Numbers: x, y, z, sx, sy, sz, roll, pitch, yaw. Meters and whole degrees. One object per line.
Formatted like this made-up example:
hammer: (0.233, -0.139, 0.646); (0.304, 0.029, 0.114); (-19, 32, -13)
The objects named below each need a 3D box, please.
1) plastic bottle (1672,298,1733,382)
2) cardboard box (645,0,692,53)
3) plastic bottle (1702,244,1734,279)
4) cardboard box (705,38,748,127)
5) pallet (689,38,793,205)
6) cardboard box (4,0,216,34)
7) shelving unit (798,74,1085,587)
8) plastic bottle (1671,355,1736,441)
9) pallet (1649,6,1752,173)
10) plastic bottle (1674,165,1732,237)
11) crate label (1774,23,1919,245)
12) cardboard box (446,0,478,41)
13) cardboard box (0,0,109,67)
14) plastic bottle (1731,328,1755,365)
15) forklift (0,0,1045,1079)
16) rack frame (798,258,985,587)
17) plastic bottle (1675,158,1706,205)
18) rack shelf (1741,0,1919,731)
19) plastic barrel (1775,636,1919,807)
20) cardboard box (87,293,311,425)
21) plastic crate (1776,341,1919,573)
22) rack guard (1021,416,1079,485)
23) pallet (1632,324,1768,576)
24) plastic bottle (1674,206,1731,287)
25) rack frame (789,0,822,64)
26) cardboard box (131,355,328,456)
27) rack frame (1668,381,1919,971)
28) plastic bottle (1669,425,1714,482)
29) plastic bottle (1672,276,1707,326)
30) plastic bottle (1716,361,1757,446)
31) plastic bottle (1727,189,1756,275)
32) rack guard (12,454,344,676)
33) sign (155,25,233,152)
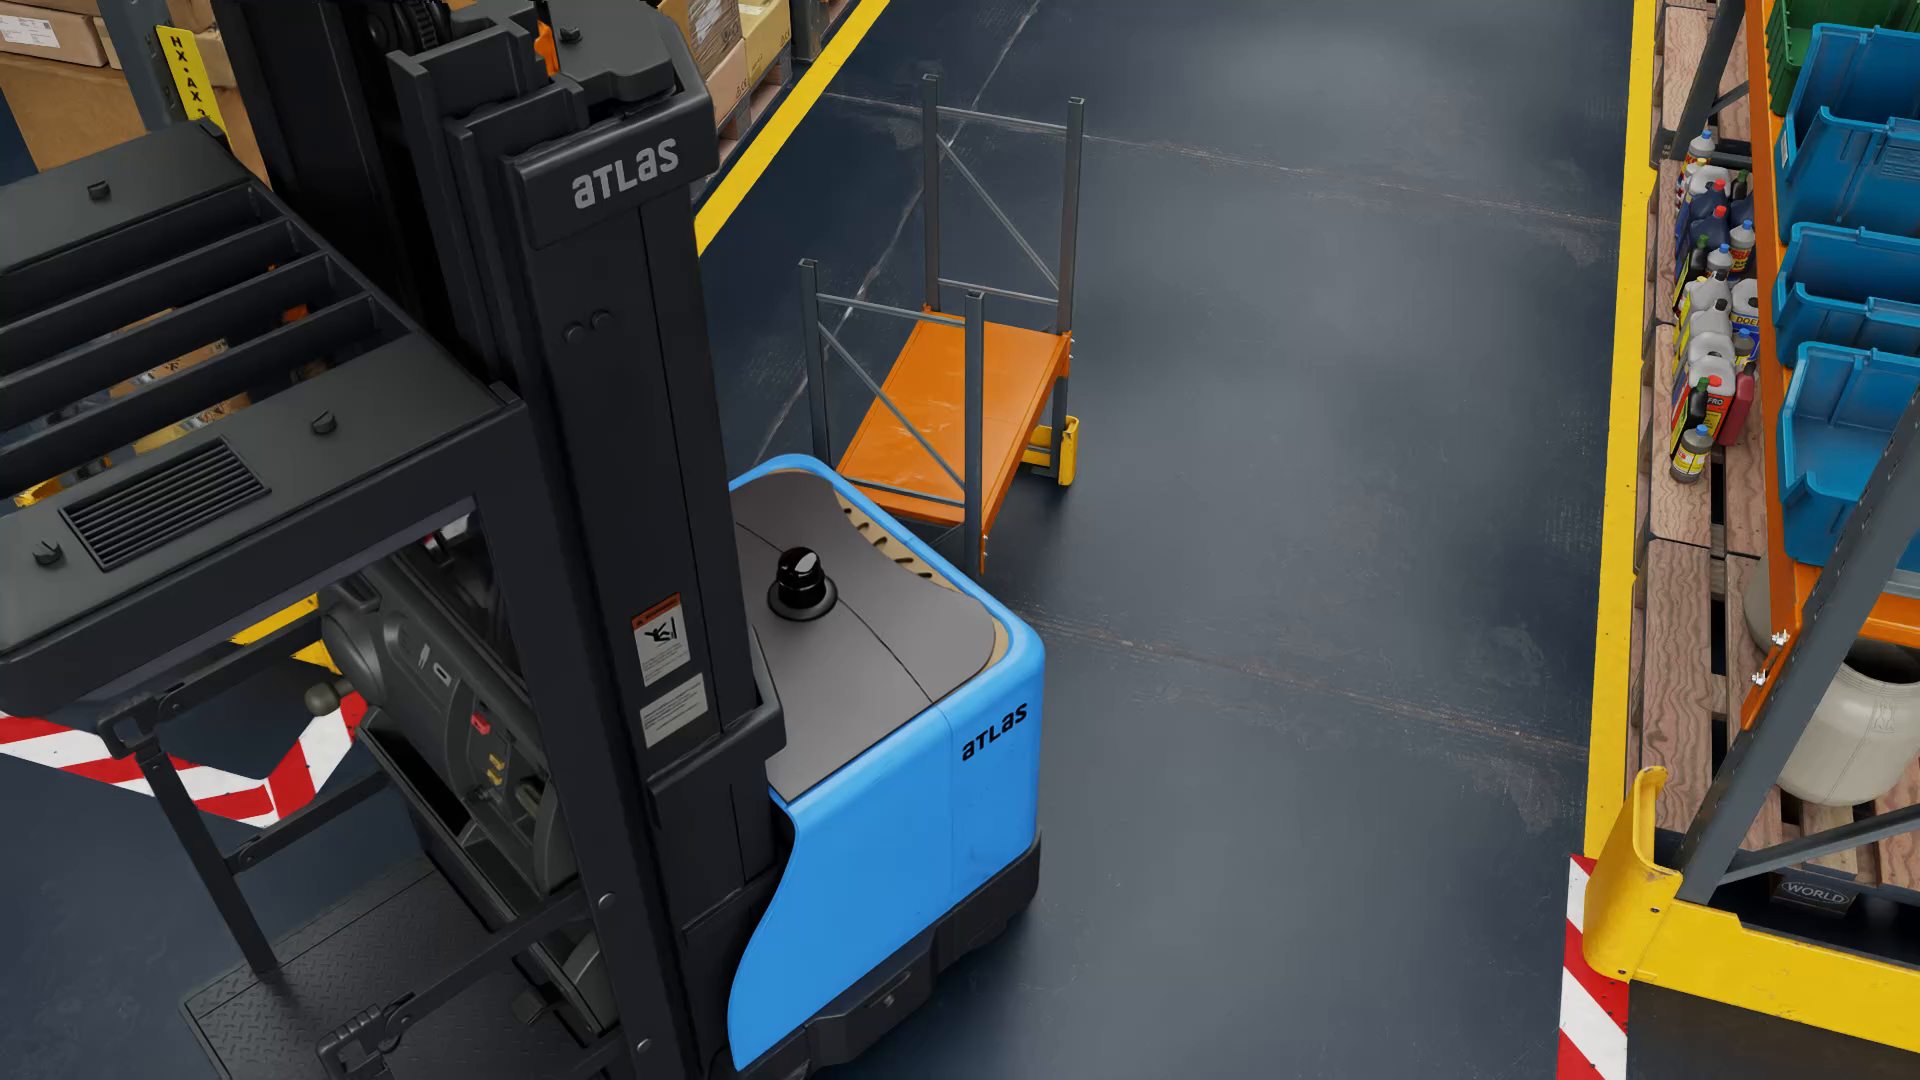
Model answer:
plastic bottle: (2.660, -0.720, 5.921); (0.144, 0.351, 0.185); (14, 46, 14)
cardboard box: (-1.420, -1.960, 6.737); (0.500, 0.500, 0.500); (13, 46, 13)
plastic bottle: (2.836, -0.993, 6.256); (0.097, 0.271, 0.097); (0, 44, 0)
cardboard box: (-1.271, -2.025, 7.341); (0.500, 0.250, 0.500); (13, 46, 13)
pallet: (-1.458, -2.027, 7.670); (1.003, 0.211, 1.213); (13, 46, 13)
cardboard box: (-2.219, -1.721, 4.365); (0.700, 0.500, 0.500); (13, 46, 13)
shelving unit: (-0.023, -0.485, 5.174); (0.587, 1.500, 1.083); (13, 46, 13)
plastic bottle: (2.571, -0.490, 5.738); (0.152, 0.276, 0.135); (13, 46, 13)
pallet: (3.743, -2.028, 7.671); (1.003, 0.211, 1.213); (13, 46, 13)
plastic bottle: (2.956, -1.336, 6.603); (0.152, 0.276, 0.135); (14, 46, 14)
crate label: (2.630, -1.123, 4.728); (0.502, 0.435, 0.616); (13, 46, 13)
cardboard box: (-1.925, -1.903, 5.479); (0.700, 0.500, 0.500); (13, 46, 13)
cardboard box: (-2.455, -1.441, 4.542); (0.380, 0.149, 0.250); (12, 46, 12)
plastic bottle: (2.788, -0.670, 5.976); (0.097, 0.201, 0.097); (0, 44, 0)
forklift: (-1.212, 0.401, 3.245); (3.031, 2.935, 1.130); (-32, 53, -29)
rack frame: (-0.180, -0.140, 4.821); (0.500, 1.500, 0.032); (13, 46, 13)
plastic bottle: (2.997, -1.463, 6.786); (0.097, 0.201, 0.097); (0, 44, 0)
rack shelf: (2.936, -0.903, 5.042); (1.077, 0.370, 4.000); (13, 46, 13)
plastic barrel: (2.457, 0.458, 4.616); (0.421, 0.512, 0.421); (0, 44, 0)
cardboard box: (-2.510, -0.734, 5.485); (0.500, 0.500, 0.500); (13, 46, 13)
plastic crate: (2.197, -0.170, 3.886); (0.499, 0.251, 0.616); (13, 46, 13)
rack guard: (0.128, -0.370, 5.950); (0.587, 0.250, 0.087); (13, 46, 13)
pallet: (2.931, -0.241, 5.846); (1.003, 0.211, 1.213); (13, 46, 13)
plastic bottle: (2.845, -1.127, 6.337); (0.144, 0.351, 0.185); (11, 45, 11)
rack frame: (-1.178, -3.544, 7.227); (1.000, 3.000, 0.127); (13, 46, 13)
cardboard box: (-2.508, -0.466, 5.747); (0.500, 0.250, 0.500); (13, 46, 13)
rack frame: (2.331, 0.173, 3.428); (1.000, 3.000, 0.127); (13, 46, 13)
plastic bottle: (2.469, -0.301, 5.599); (0.097, 0.201, 0.097); (0, 44, 0)
plastic bottle: (2.737, -0.890, 6.201); (0.097, 0.201, 0.097); (0, 44, 0)
plastic bottle: (2.673, -0.470, 5.713); (0.061, 0.283, 0.133); (13, 46, 13)
plastic bottle: (3.040, -1.223, 6.434); (0.144, 0.351, 0.185); (13, 46, 13)
rack guard: (-2.396, 0.031, 5.361); (1.175, 0.500, 0.348); (13, 46, 13)
sign: (-1.862, -1.094, 4.048); (0.100, 0.325, 0.005); (13, 46, 13)
